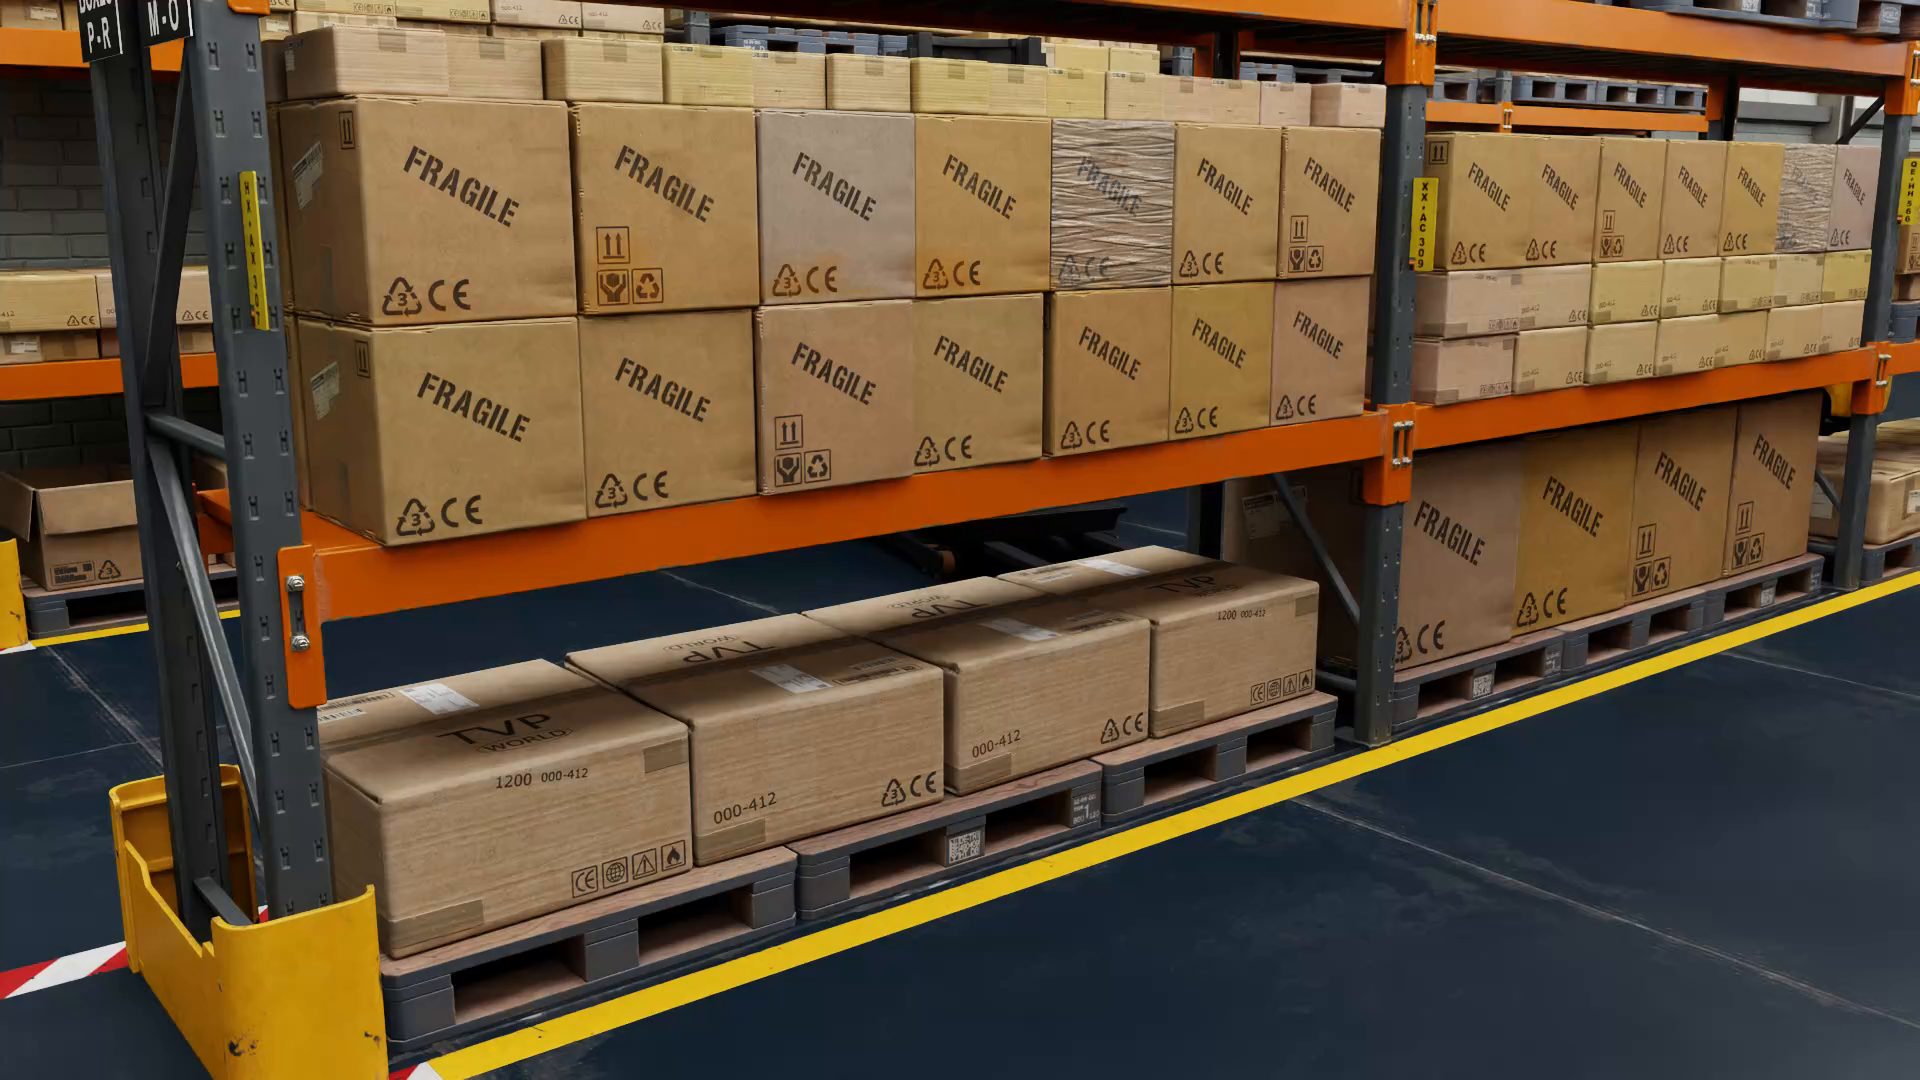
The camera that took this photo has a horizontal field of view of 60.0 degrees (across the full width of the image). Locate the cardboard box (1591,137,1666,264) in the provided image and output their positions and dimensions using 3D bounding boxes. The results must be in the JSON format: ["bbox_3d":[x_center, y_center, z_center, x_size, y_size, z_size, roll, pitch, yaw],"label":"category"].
[{"bbox_3d":[2.600,-1.436,7.021,0.500,0.500,0.500,-10,16,-39],"label":"cardboard box"}]

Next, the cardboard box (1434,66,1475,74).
[{"bbox_3d":[4.034,-4.139,14.143,0.500,0.311,0.500,-10,16,-39],"label":"cardboard box"}]

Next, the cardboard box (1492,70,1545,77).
[{"bbox_3d":[4.987,-4.203,14.830,0.250,0.149,0.380,-9,15,-36],"label":"cardboard box"}]

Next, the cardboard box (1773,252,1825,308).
[{"bbox_3d":[3.810,-1.271,8.051,0.500,0.250,0.500,-10,16,-39],"label":"cardboard box"}]

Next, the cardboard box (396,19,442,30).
[{"bbox_3d":[-2.919,-2.647,8.757,0.250,0.149,0.380,-9,15,-37],"label":"cardboard box"}]

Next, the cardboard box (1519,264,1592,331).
[{"bbox_3d":[2.213,-1.007,6.807,0.500,0.250,0.500,-9,15,-37],"label":"cardboard box"}]

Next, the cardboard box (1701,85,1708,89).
[{"bbox_3d":[7.377,-4.787,16.739,0.500,0.500,0.500,-9,15,-36],"label":"cardboard box"}]

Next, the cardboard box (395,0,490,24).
[{"bbox_3d":[-2.827,-2.859,8.796,0.500,0.250,0.500,-9,15,-36],"label":"cardboard box"}]

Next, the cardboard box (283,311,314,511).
[{"bbox_3d":[-1.608,-0.388,4.492,0.500,0.500,0.500,-9,15,-37],"label":"cardboard box"}]

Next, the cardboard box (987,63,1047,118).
[{"bbox_3d":[0.042,-1.326,4.942,0.250,0.149,0.380,-9,15,-38],"label":"cardboard box"}]

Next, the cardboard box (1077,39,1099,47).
[{"bbox_3d":[0.762,-3.519,11.661,0.250,0.149,0.380,-9,15,-36],"label":"cardboard box"}]

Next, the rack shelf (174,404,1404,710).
[{"bbox_3d":[-0.258,-0.141,5.302,4.000,0.370,1.077,-9,15,-38],"label":"rack shelf"}]

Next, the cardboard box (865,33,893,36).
[{"bbox_3d":[-0.649,-3.389,11.000,0.250,0.149,0.380,-9,15,-37],"label":"cardboard box"}]

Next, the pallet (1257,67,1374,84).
[{"bbox_3d":[2.669,-3.699,13.560,1.213,0.211,1.003,-9,15,-35],"label":"pallet"}]

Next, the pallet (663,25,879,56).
[{"bbox_3d":[-1.247,-3.005,10.292,1.003,0.211,1.213,-9,15,-38],"label":"pallet"}]

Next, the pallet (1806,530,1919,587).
[{"bbox_3d":[5.039,-0.008,9.660,1.213,0.211,1.003,-9,15,-38],"label":"pallet"}]

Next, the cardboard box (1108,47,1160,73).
[{"bbox_3d":[1.075,-3.364,11.888,0.500,0.250,0.500,-10,16,-40],"label":"cardboard box"}]

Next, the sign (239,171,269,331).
[{"bbox_3d":[-1.477,-0.605,3.480,0.005,0.325,0.100,-9,15,-38],"label":"sign"}]

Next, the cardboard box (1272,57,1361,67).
[{"bbox_3d":[2.836,-4.033,13.186,0.500,0.500,0.500,-9,15,-36],"label":"cardboard box"}]

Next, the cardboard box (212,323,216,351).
[{"bbox_3d":[-3.702,-1.052,8.464,0.250,0.149,0.380,-9,15,-37],"label":"cardboard box"}]

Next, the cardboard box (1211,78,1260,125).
[{"bbox_3d":[0.788,-1.469,5.614,0.250,0.149,0.380,-9,15,-38],"label":"cardboard box"}]

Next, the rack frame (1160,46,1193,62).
[{"bbox_3d":[1.324,-5.010,12.060,0.127,3.000,1.000,-9,15,-38],"label":"rack frame"}]

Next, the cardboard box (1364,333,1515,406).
[{"bbox_3d":[1.813,-0.693,6.532,0.500,0.250,0.500,-10,15,-39],"label":"cardboard box"}]

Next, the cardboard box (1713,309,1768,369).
[{"bbox_3d":[3.402,-0.959,7.783,0.500,0.250,0.500,-10,15,-38],"label":"cardboard box"}]

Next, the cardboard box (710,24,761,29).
[{"bbox_3d":[-1.429,-3.242,10.308,0.250,0.149,0.380,-9,15,-36],"label":"cardboard box"}]

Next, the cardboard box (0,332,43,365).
[{"bbox_3d":[-4.495,-0.913,7.812,0.250,0.149,0.380,-10,15,-38],"label":"cardboard box"}]

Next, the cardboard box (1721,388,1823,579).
[{"bbox_3d":[3.836,-0.361,8.712,0.875,0.875,0.875,-10,15,-38],"label":"cardboard box"}]

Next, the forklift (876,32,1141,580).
[{"bbox_3d":[0.254,-1.316,9.268,1.130,2.935,3.031,-5,13,-23],"label":"forklift"}]

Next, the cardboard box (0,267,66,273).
[{"bbox_3d":[-4.730,-1.213,8.263,0.500,0.250,0.500,-9,15,-36],"label":"cardboard box"}]

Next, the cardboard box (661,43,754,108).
[{"bbox_3d":[-0.740,-1.187,4.289,0.250,0.149,0.380,-10,16,-39],"label":"cardboard box"}]

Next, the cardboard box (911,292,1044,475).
[{"bbox_3d":[-0.099,-0.499,5.015,0.500,0.500,0.500,-9,15,-36],"label":"cardboard box"}]

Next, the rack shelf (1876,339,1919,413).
[{"bbox_3d":[5.989,-1.179,10.191,4.000,0.370,1.077,-9,15,-38],"label":"rack shelf"}]

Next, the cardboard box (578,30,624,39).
[{"bbox_3d":[-2.089,-2.775,9.361,0.250,0.149,0.380,-9,15,-38],"label":"cardboard box"}]

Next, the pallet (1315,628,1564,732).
[{"bbox_3d":[1.859,0.499,7.268,1.213,0.211,1.003,-9,15,-38],"label":"pallet"}]

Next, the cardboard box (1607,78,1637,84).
[{"bbox_3d":[6.034,-4.603,15.861,0.637,0.503,0.797,-9,15,-36],"label":"cardboard box"}]

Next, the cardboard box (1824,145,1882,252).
[{"bbox_3d":[4.187,-1.700,8.264,0.500,0.500,0.500,-10,16,-39],"label":"cardboard box"}]

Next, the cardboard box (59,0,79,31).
[{"bbox_3d":[-4.130,-2.455,7.850,0.250,0.149,0.380,-9,15,-37],"label":"cardboard box"}]

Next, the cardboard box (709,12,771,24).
[{"bbox_3d":[-1.318,-3.130,9.778,0.250,0.149,0.380,-9,15,-37],"label":"cardboard box"}]

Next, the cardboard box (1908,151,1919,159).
[{"bbox_3d":[5.529,-2.246,9.957,0.250,0.149,0.380,-10,16,-40],"label":"cardboard box"}]

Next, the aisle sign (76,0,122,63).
[{"bbox_3d":[-2.069,-1.546,3.928,0.004,0.787,0.394,-9,15,-38],"label":"aisle sign"}]

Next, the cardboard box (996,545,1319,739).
[{"bbox_3d":[0.747,0.360,6.370,0.875,0.438,0.875,-10,15,-38],"label":"cardboard box"}]

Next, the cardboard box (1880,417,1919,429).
[{"bbox_3d":[6.584,-0.548,10.803,0.625,0.372,0.950,-8,15,-34],"label":"cardboard box"}]

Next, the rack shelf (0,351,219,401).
[{"bbox_3d":[-3.361,-0.945,9.091,4.000,0.370,1.077,-9,15,-38],"label":"rack shelf"}]

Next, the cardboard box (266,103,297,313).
[{"bbox_3d":[-1.592,-0.872,4.367,0.500,0.500,0.500,-9,15,-36],"label":"cardboard box"}]

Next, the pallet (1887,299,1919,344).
[{"bbox_3d":[4.917,-1.287,9.431,1.003,0.211,1.213,-9,15,-38],"label":"pallet"}]

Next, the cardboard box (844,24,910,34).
[{"bbox_3d":[-0.522,-3.263,10.404,0.250,0.149,0.380,-10,15,-38],"label":"cardboard box"}]

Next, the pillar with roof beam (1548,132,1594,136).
[{"bbox_3d":[9.153,-5.406,13.923,0.400,9.000,9.100,-9,15,-38],"label":"pillar with roof beam"}]

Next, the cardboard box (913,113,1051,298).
[{"bbox_3d":[-0.081,-0.988,4.914,0.500,0.500,0.500,-9,15,-37],"label":"cardboard box"}]
